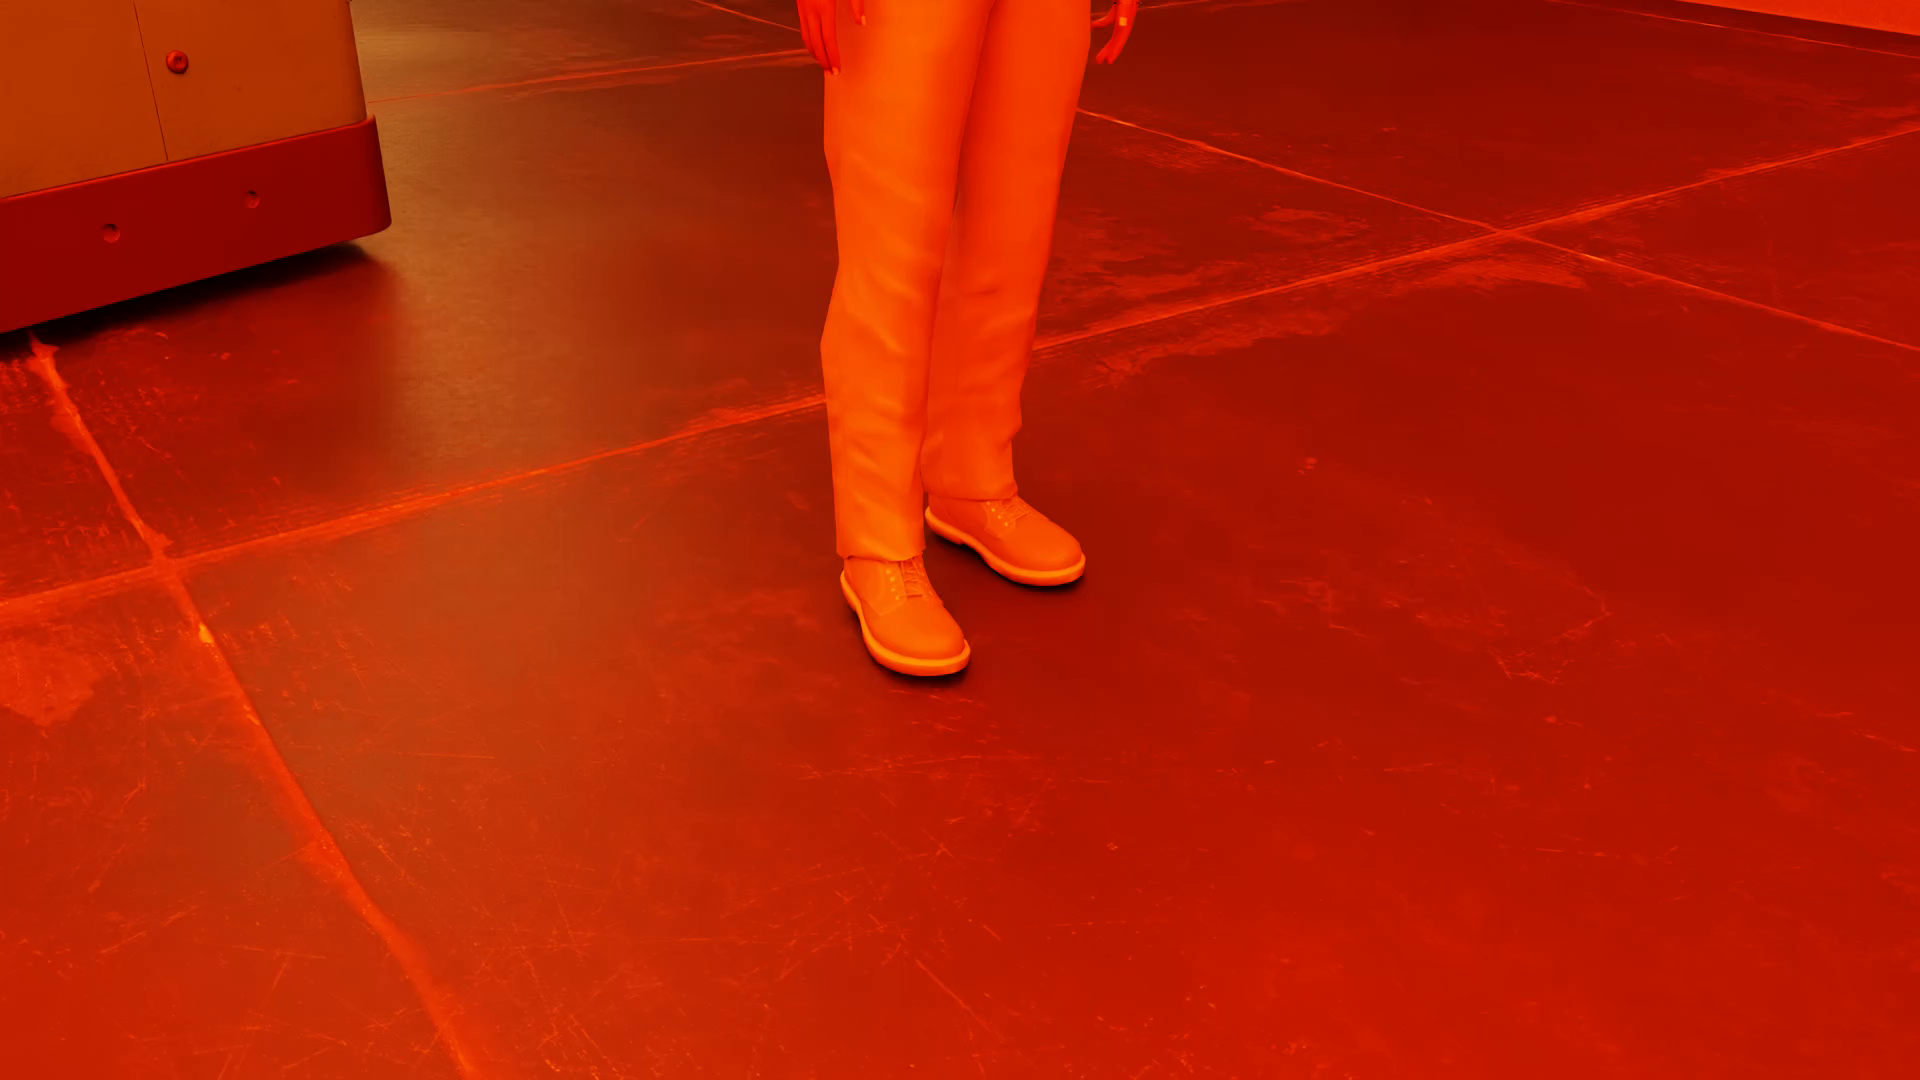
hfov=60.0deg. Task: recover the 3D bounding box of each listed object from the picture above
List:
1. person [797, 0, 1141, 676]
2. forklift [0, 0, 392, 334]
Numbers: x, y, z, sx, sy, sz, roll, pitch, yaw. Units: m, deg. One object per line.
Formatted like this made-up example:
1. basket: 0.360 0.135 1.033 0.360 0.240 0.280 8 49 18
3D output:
1. person: 0.027 -0.731 2.052 0.570 1.697 0.528 -17 31 -31
2. forklift: -2.771 -2.177 3.571 3.031 2.935 1.130 18 32 32
